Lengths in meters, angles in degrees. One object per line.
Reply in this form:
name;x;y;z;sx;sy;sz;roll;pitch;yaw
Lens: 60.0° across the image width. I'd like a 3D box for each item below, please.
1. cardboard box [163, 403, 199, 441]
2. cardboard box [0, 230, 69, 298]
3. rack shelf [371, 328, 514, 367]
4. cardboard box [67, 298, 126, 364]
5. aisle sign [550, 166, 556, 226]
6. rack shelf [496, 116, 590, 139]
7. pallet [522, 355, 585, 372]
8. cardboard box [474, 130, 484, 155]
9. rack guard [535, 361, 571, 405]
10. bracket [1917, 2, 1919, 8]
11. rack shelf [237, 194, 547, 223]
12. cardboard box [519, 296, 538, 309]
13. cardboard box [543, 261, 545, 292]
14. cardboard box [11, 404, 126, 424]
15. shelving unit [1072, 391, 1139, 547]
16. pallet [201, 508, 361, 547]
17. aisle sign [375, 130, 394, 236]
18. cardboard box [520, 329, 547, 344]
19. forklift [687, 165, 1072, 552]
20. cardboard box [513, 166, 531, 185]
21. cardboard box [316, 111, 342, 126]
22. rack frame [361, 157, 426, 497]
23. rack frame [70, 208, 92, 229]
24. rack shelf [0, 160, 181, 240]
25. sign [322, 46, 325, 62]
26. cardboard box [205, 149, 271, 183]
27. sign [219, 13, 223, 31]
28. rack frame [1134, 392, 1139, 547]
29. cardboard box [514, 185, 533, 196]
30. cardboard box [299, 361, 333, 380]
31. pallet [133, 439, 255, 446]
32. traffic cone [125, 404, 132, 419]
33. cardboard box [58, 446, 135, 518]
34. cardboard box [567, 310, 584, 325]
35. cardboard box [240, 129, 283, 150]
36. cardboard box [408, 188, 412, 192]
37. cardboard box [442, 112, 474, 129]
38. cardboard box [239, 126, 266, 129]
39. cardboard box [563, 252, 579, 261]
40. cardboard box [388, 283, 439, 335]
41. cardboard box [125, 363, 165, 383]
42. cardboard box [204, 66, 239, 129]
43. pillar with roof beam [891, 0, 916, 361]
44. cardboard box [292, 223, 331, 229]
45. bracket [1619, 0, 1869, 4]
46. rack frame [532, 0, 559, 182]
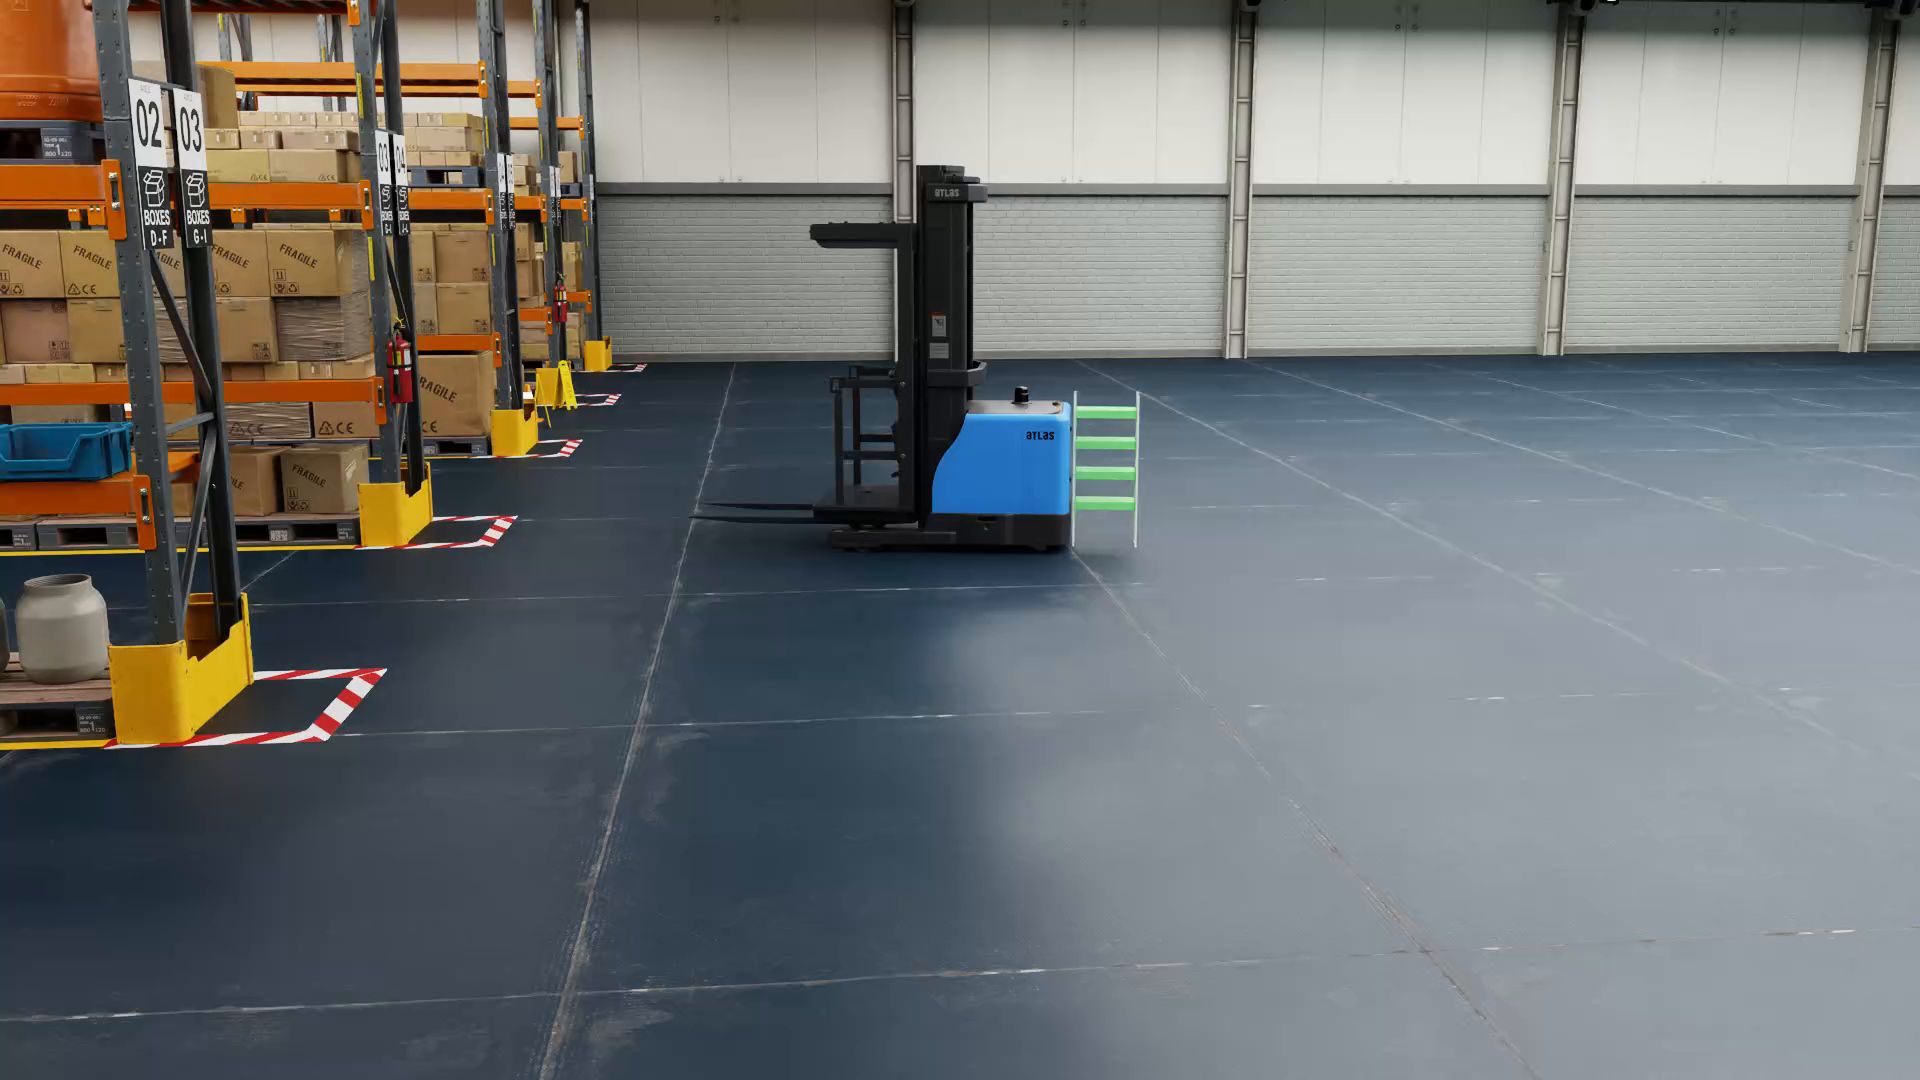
cardboard box;-8.319;-1.567;17.983;0.875;0.875;0.875;-1;11;-5
cardboard box;-7.048;-2.118;12.743;0.500;0.500;0.500;-1;11;-6
rack shelf;-6.963;-2.093;18.101;4.000;0.370;1.077;-1;11;-6
cardboard box;-6.574;-1.679;13.103;0.500;0.500;0.875;-1;11;-6
aisle sign;-5.517;-4.656;22.535;0.004;0.787;0.394;-1;11;-6
rack shelf;-8.138;-6.739;27.221;4.000;0.370;1.077;-1;11;-6
pallet;-6.906;-2.994;28.051;1.213;0.211;1.003;-1;11;-6
cardboard box;-5.483;-4.326;18.089;0.500;0.250;0.500;-1;11;-6
rack guard;-5.686;-2.206;23.295;0.348;0.500;1.175;-1;11;-6
bracket;17.371;-9.695;30.024;0.430;0.232;0.235;-1;11;-6
rack shelf;-7.598;-4.512;22.630;4.000;0.370;1.077;-1;11;-6
cardboard box;-5.959;-3.262;22.838;0.250;0.149;0.380;-1;11;-4
cardboard box;-7.128;-4.366;27.540;0.500;0.500;0.500;-1;11;-4
cardboard box;-9.559;-1.476;17.843;0.750;0.750;1.050;-1;11;-6
shelving unit;1.143;-0.557;13.089;0.503;1.200;0.258;1;11;4
pallet;-5.427;-0.154;13.604;1.213;0.211;1.003;-1;11;-6
aisle sign;-4.446;-2.753;12.858;0.004;0.787;0.394;-1;11;-6
cardboard box;-7.100;-3.410;27.681;0.500;0.250;0.500;-1;11;-7
forklift;-0.629;-1.448;13.133;3.031;2.935;1.130;1;11;4
cardboard box;-6.090;-4.916;22.441;0.500;0.250;0.500;-1;11;-7
cardboard box;-6.537;-4.384;17.351;0.250;0.149;0.380;-1;11;-7
rack frame;-4.540;-1.534;13.395;0.127;3.000;1.000;-1;11;-6
rack frame;-14.103;-4.220;27.056;0.127;3.000;1.000;-1;11;-6
rack shelf;-5.993;-1.661;8.131;4.000;0.370;1.077;-1;11;-6
sign;-10.056;-7.640;26.275;0.005;0.325;0.100;-1;11;-6
cardboard box;-5.488;-2.863;12.765;0.500;0.250;0.500;-1;11;-6
sign;-9.521;-6.725;21.413;0.005;0.325;0.100;-1;11;-6
rack frame;1.387;-0.553;13.070;0.015;1.200;0.240;1;11;4
cardboard box;-5.935;-4.722;22.486;0.250;0.149;0.380;-1;11;-6
cardboard box;-5.050;-1.360;13.162;0.250;0.149;0.380;-1;11;-6
pallet;-8.187;-1.037;18.093;1.213;0.211;1.003;-1;11;-6
traffic cone;-10.668;-1.812;21.386;0.334;0.463;0.336;-1;11;-6
cardboard box;-6.937;-0.472;13.385;0.500;0.500;0.500;-2;11;-11
cardboard box;-6.648;-3.760;28.165;0.500;0.250;0.500;-1;11;-7
cardboard box;-5.314;-3.053;12.699;0.250;0.149;0.380;-2;11;-9
cardboard box;-7.457;-4.681;22.280;0.250;0.149;0.380;-1;11;-7
cardboard box;-5.273;-4.410;17.485;0.250;0.149;0.380;-1;11;-6
cardboard box;-7.432;-4.181;17.354;0.500;0.250;0.500;-1;11;-7
cardboard box;-6.464;-4.693;27.521;0.250;0.149;0.380;-1;11;-5
cardboard box;-5.884;-2.529;18.066;0.550;0.550;0.875;-1;11;-6
cardboard box;-6.281;-1.314;12.926;0.250;0.149;0.380;-1;11;-6
cardboard box;-6.045;-3.467;13.125;0.500;0.500;0.500;-1;11;-6
pillar with roof beam;-0.510;-6.788;24.567;0.548;9.000;9.100;-1;11;-6
cardboard box;-8.616;-4.011;22.371;0.500;0.500;0.700;-1;11;-6
bracket;13.985;-9.624;29.663;4.783;0.066;0.076;-1;11;-6
rack frame;-5.610;-6.378;22.483;0.127;3.000;1.000;-1;11;-6
